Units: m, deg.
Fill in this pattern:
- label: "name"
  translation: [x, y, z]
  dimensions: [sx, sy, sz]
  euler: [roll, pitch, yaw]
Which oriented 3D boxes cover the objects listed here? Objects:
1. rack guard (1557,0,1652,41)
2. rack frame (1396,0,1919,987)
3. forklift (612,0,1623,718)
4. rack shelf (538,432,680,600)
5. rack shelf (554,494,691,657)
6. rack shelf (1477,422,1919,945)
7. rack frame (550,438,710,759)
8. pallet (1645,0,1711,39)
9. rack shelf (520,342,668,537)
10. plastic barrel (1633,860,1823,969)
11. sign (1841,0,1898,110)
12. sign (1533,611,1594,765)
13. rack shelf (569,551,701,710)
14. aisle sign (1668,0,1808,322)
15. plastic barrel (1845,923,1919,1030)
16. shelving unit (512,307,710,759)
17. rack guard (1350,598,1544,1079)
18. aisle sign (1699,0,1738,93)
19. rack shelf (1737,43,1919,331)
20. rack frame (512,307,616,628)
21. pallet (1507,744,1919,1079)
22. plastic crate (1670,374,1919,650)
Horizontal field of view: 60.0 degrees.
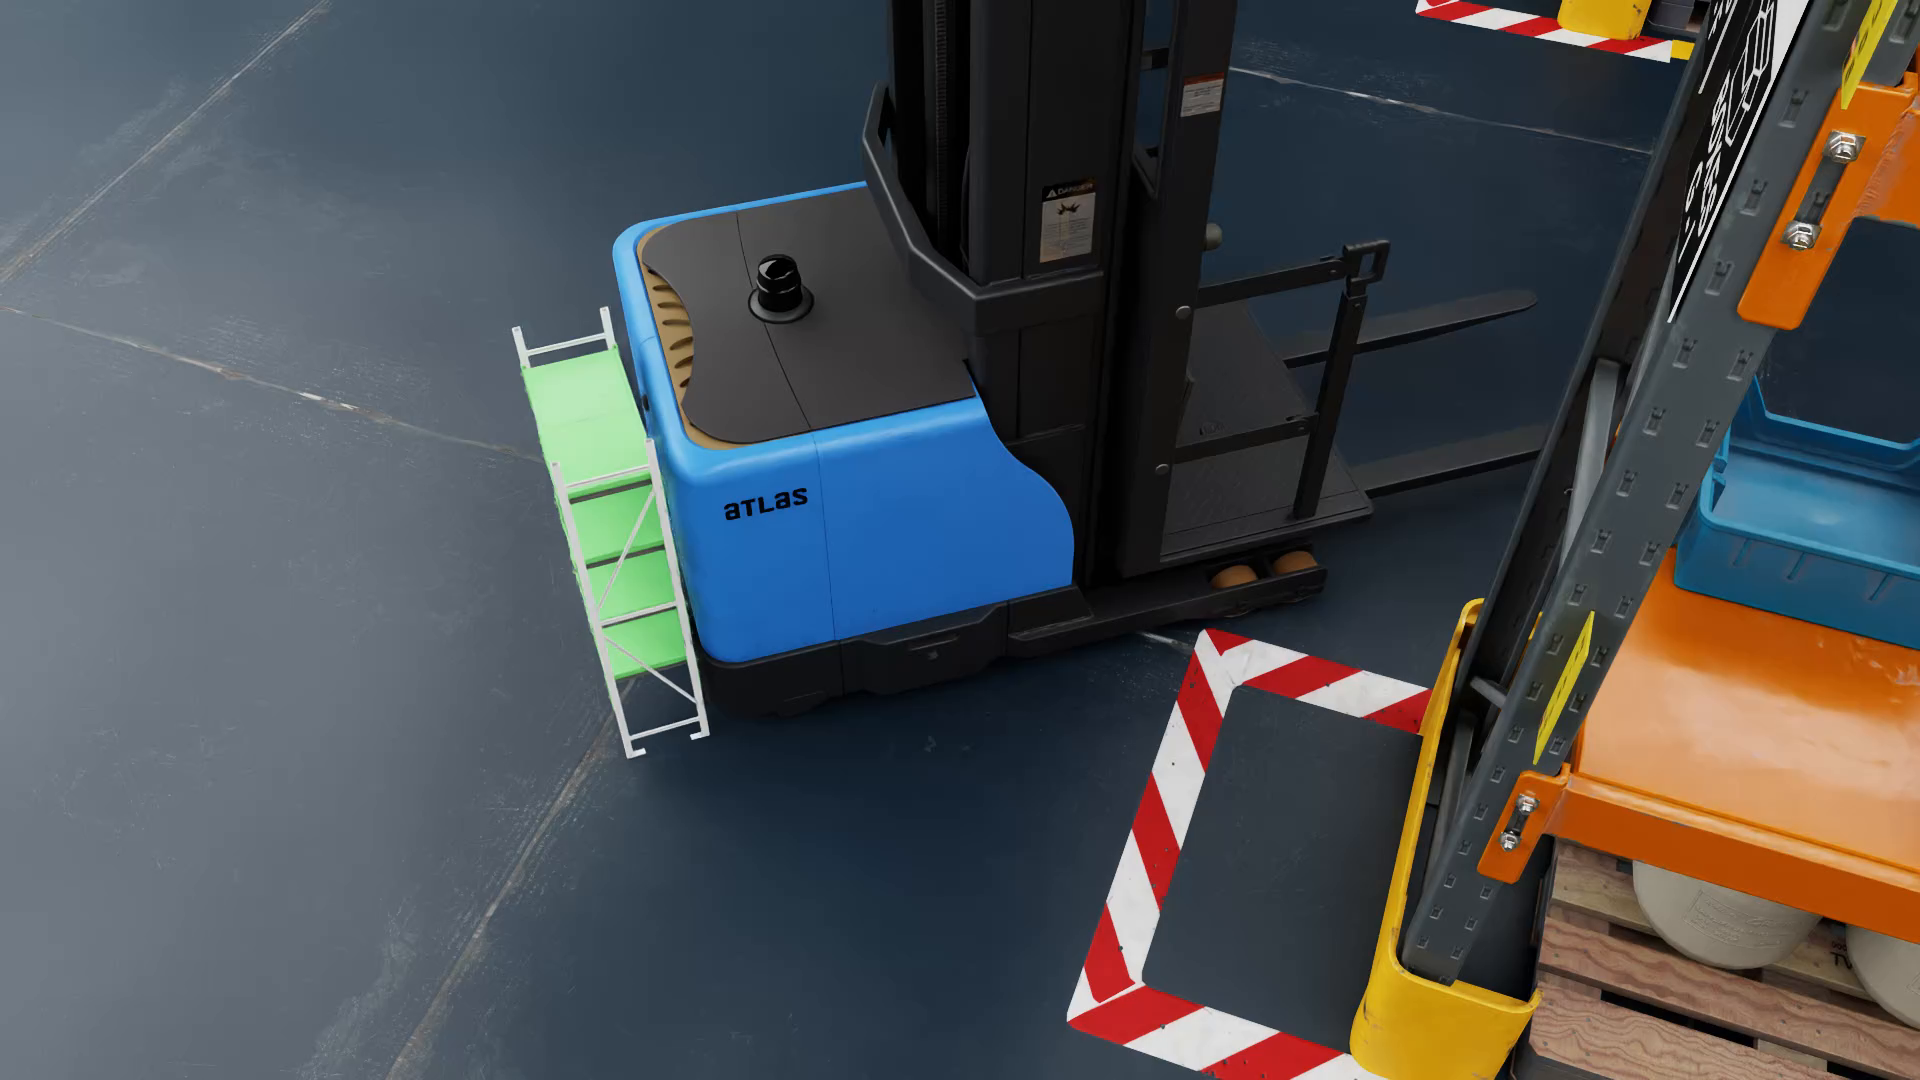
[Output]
- label: "rack guard"
  translation: [2.928, -2.738, 7.292]
  dimensions: [0.348, 0.500, 1.175]
  euler: [16, 51, 13]
- label: "rack frame"
  translation: [1.231, -0.040, 3.300]
  dimensions: [0.127, 3.000, 1.000]
  euler: [16, 51, 13]
- label: "forklift"
  translation: [0.603, -1.097, 4.262]
  dimensions: [3.031, 2.935, 1.130]
  euler: [-13, 50, -11]
- label: "rack shelf"
  translation: [-0.912, -0.098, 4.307]
  dimensions: [0.258, 0.148, 0.480]
  euler: [-15, 51, -13]
- label: "rack shelf"
  translation: [-0.913, 0.060, 4.488]
  dimensions: [0.258, 0.148, 0.480]
  euler: [-15, 51, -13]
- label: "rack shelf"
  translation: [3.107, 0.719, 3.118]
  dimensions: [4.000, 0.370, 1.077]
  euler: [16, 51, 13]
- label: "rack frame"
  translation: [-0.829, 0.191, 4.290]
  dimensions: [0.240, 1.200, 0.015]
  euler: [-15, 51, -13]
- label: "pallet"
  translation: [3.683, -2.466, 7.248]
  dimensions: [1.213, 0.211, 1.003]
  euler: [16, 51, 13]
- label: "rack shelf"
  translation: [-0.911, -0.255, 4.126]
  dimensions: [0.258, 0.148, 0.480]
  euler: [-15, 51, -13]
- label: "plastic barrel"
  translation: [1.875, 0.756, 3.979]
  dimensions: [0.421, 0.512, 0.421]
  euler: [0, 49, 0]
- label: "sign"
  translation: [1.036, -0.636, 1.826]
  dimensions: [0.005, 0.325, 0.100]
  euler: [16, 51, 13]
- label: "sign"
  translation: [1.036, 0.258, 2.858]
  dimensions: [0.005, 0.325, 0.100]
  euler: [16, 51, 13]
- label: "rack shelf"
  translation: [-0.914, 0.217, 4.669]
  dimensions: [0.258, 0.148, 0.480]
  euler: [-15, 51, -13]
- label: "aisle sign"
  translation: [1.062, -0.703, 2.154]
  dimensions: [0.004, 0.787, 0.394]
  euler: [16, 51, 13]
- label: "plastic barrel"
  translation: [2.345, 0.887, 3.865]
  dimensions: [0.421, 0.512, 0.421]
  euler: [0, 49, 0]
- label: "shelving unit"
  translation: [-0.913, 0.018, 4.440]
  dimensions: [0.258, 1.200, 0.503]
  euler: [-15, 51, -13]
- label: "rack guard"
  translation: [1.318, 0.765, 4.256]
  dimensions: [0.348, 0.500, 1.175]
  euler: [16, 51, 13]
- label: "aisle sign"
  translation: [1.266, -1.121, 2.516]
  dimensions: [0.004, 0.787, 0.394]
  euler: [16, 51, 13]
- label: "rack shelf"
  translation: [3.107, -0.263, 1.984]
  dimensions: [4.000, 0.370, 1.077]
  euler: [16, 51, 13]
- label: "rack frame"
  translation: [-0.997, -0.155, 4.590]
  dimensions: [0.240, 1.200, 0.015]
  euler: [-15, 51, -13]
- label: "pallet"
  translation: [2.079, 1.076, 4.177]
  dimensions: [1.213, 0.211, 1.003]
  euler: [16, 51, 13]
- label: "plastic crate"
  translation: [1.804, -0.072, 3.426]
  dimensions: [0.616, 0.251, 0.499]
  euler: [16, 51, 13]
